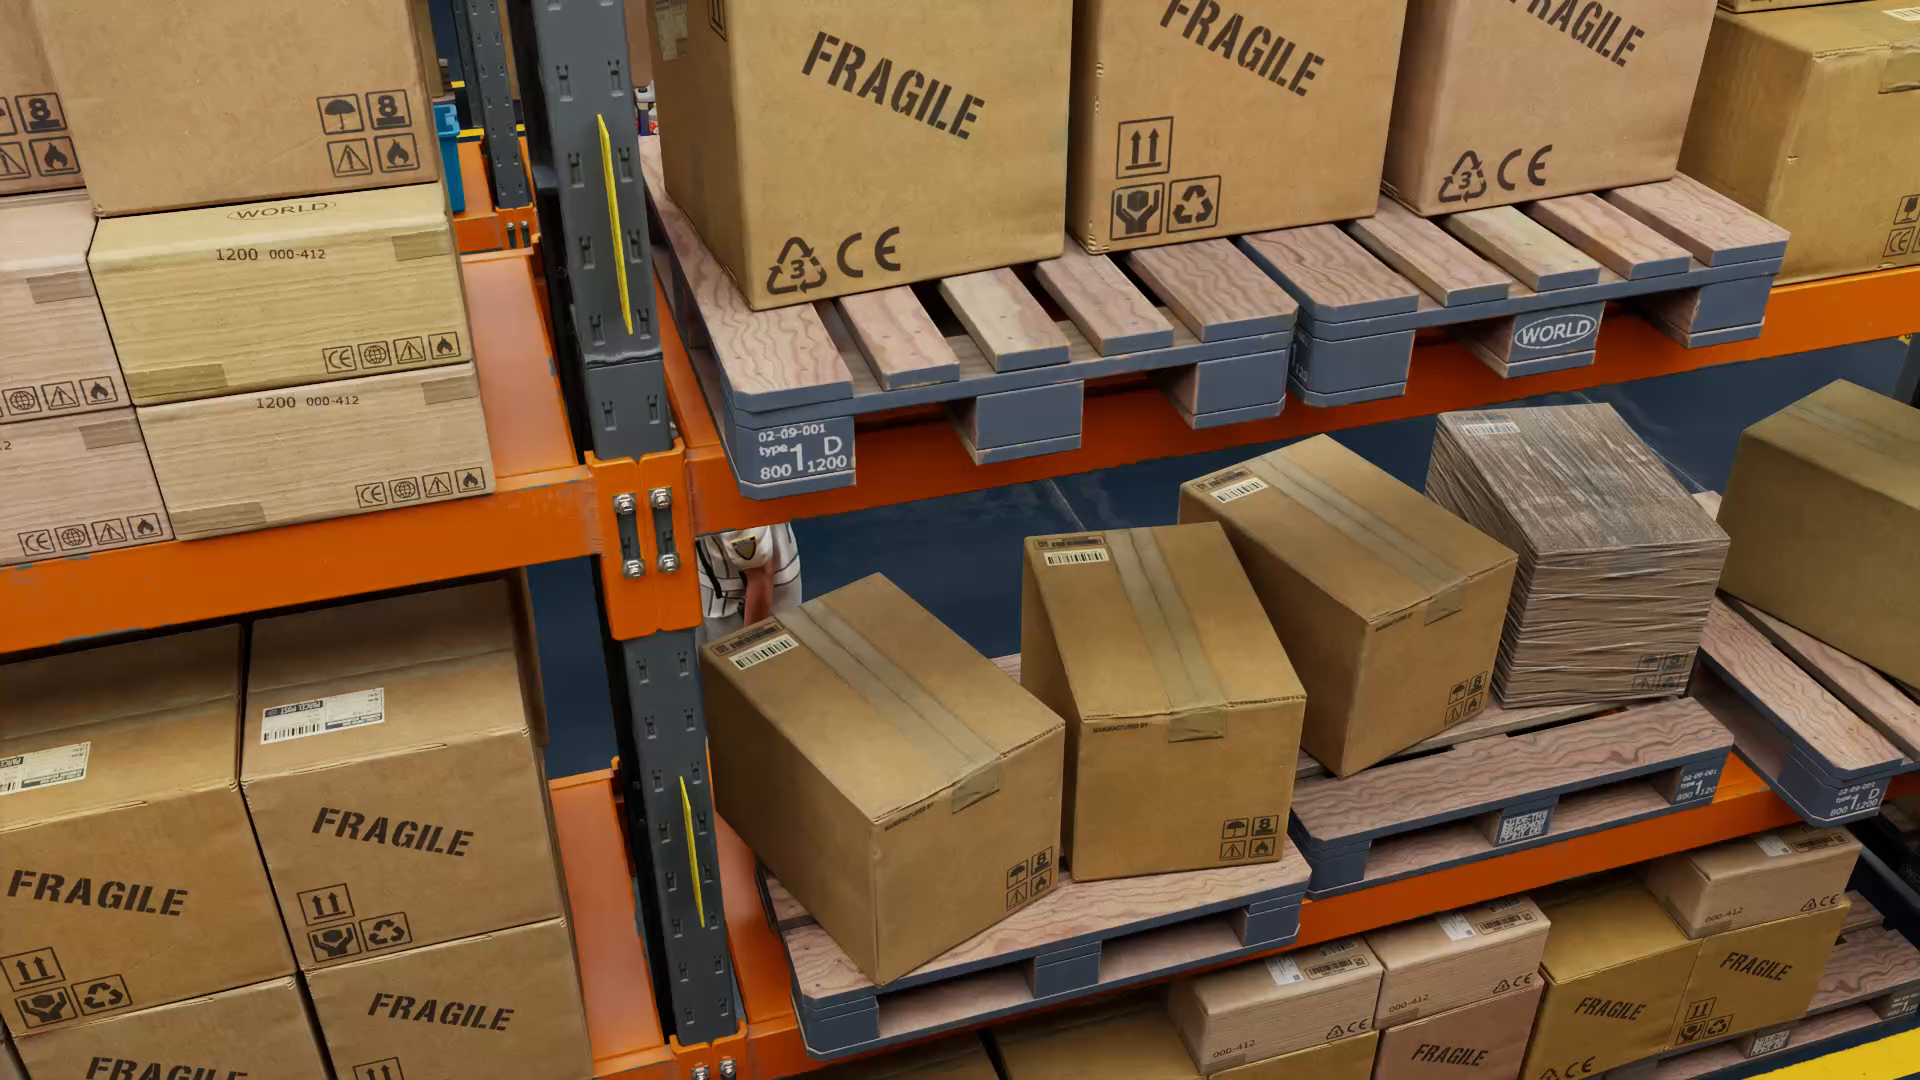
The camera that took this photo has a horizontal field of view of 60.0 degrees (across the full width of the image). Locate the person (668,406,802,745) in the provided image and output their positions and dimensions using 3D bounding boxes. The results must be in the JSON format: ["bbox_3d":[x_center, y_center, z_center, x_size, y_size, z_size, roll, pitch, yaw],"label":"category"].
[{"bbox_3d":[-0.786,0.210,5.819,0.435,1.748,0.606,-12,36,-17],"label":"person"}]
